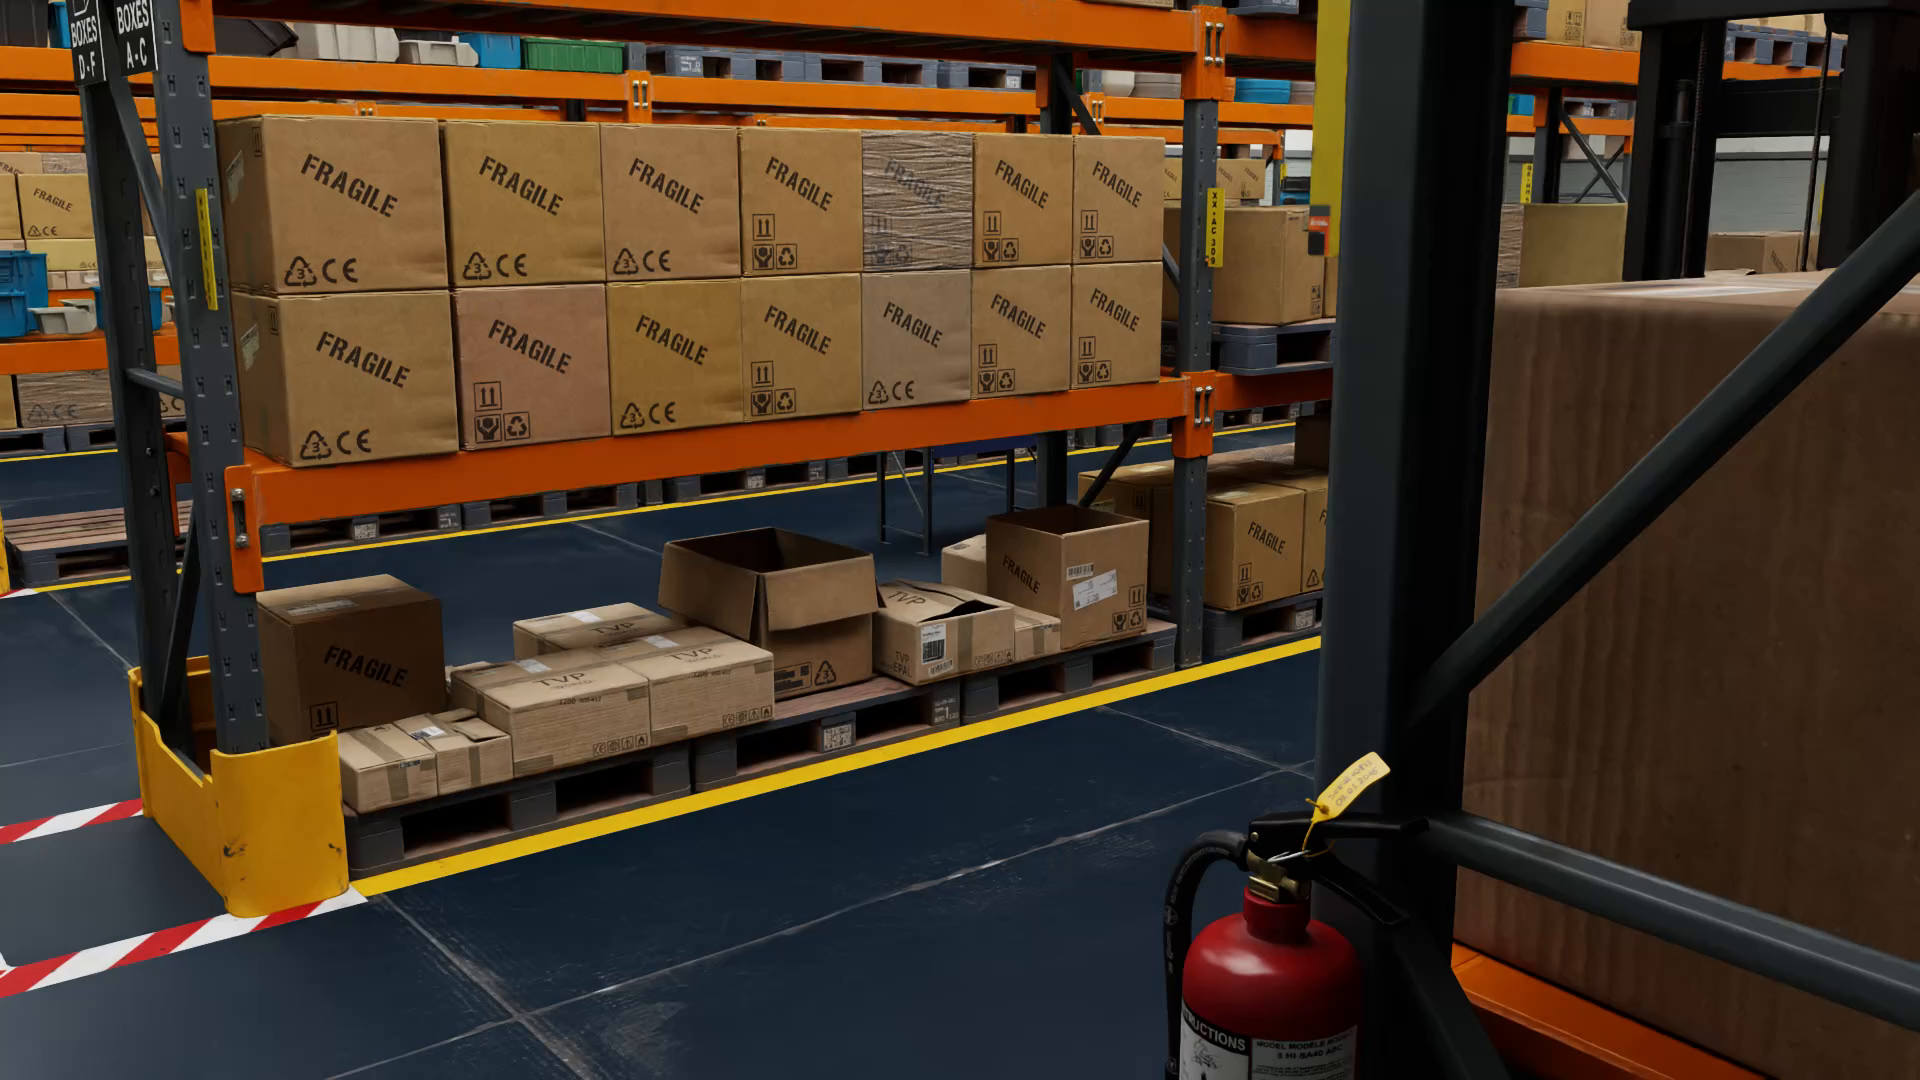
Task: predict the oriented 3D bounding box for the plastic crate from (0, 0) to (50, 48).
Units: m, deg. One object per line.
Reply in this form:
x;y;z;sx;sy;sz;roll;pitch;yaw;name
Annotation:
-5.015;-2.670;8.559;0.590;0.269;0.497;-9;15;-38;plastic crate

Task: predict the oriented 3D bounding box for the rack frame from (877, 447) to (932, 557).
-0.330;-0.679;9.699;0.032;1.500;0.500;-9;15;-38;rack frame

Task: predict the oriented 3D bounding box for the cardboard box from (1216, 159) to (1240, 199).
3.247;-4.648;21.415;0.500;0.500;0.500;-9;15;-38;cardboard box

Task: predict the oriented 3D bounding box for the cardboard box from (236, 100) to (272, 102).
-8.116;-5.155;18.694;0.500;0.500;0.700;-9;15;-38;cardboard box

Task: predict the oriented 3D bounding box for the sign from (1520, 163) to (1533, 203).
3.499;-2.152;10.239;0.005;0.325;0.100;-9;15;-38;sign

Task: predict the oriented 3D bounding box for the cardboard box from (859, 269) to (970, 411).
-0.307;-0.785;6.349;0.500;0.500;0.500;-9;15;-36;cardboard box

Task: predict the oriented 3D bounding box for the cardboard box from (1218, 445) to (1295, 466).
1.714;-0.208;8.829;0.500;0.500;0.500;-9;15;-37;cardboard box

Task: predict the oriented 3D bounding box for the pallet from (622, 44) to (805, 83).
-1.816;-3.273;11.540;1.003;0.211;1.213;-9;15;-38;pallet

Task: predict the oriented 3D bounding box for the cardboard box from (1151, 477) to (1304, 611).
1.255;0.007;7.816;0.500;0.500;0.500;-10;16;-40;cardboard box

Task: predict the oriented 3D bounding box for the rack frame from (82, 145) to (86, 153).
-11.652;-4.192;22.631;0.127;3.000;1.000;-9;15;-38;rack frame

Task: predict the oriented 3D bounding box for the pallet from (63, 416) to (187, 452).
-7.057;-0.975;14.197;1.213;0.211;1.003;-9;15;-38;pallet

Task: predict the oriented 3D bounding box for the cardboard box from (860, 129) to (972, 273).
-0.300;-1.275;6.249;0.500;0.500;0.500;-9;15;-37;cardboard box

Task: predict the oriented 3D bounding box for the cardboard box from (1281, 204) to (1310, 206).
2.066;-1.471;8.566;0.700;0.500;0.500;9;15;36;cardboard box

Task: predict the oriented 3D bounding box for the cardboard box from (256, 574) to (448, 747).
-2.128;0.439;5.783;0.500;0.500;0.500;-9;15;-38;cardboard box

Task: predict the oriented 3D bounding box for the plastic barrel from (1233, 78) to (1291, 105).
2.597;-4.261;14.528;0.708;0.901;0.600;-9;15;-38;plastic barrel

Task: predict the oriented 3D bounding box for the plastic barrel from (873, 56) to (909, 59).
-0.534;-3.785;12.155;0.433;0.535;0.433;0;12;0;plastic barrel

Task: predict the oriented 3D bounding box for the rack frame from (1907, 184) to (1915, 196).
6.972;-2.015;12.382;0.127;3.000;1.000;-9;15;-38;rack frame

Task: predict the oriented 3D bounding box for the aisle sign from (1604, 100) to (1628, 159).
7.245;-4.571;18.159;0.004;0.787;0.394;-9;15;-38;aisle sign

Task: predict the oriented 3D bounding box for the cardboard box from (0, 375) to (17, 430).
-8.135;-1.327;13.247;0.875;0.875;0.875;-9;15;-38;cardboard box

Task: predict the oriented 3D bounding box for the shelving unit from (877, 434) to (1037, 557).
0.067;-0.745;10.010;1.048;1.500;0.538;-9;15;-38;shelving unit

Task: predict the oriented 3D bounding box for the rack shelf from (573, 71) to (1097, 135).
-0.805;-3.156;12.264;4.000;0.370;1.077;-9;15;-38;rack shelf

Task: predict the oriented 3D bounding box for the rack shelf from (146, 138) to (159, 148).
-10.090;-5.566;23.617;4.000;0.370;1.077;-9;15;-38;rack shelf

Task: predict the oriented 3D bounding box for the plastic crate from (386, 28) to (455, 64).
-3.508;-3.068;10.431;0.590;0.269;0.497;-9;15;-38;plastic crate

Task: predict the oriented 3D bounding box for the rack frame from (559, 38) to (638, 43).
-2.367;-4.715;10.655;0.127;3.000;1.000;-9;15;-38;rack frame

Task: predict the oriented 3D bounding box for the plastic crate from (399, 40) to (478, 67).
-3.122;-2.892;9.927;0.466;0.136;0.293;-9;15;-38;plastic crate

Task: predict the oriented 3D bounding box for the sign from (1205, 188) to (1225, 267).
1.070;-1.313;6.993;0.005;0.325;0.100;-9;15;-38;sign

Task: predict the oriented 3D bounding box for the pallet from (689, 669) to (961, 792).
-0.765;0.635;6.614;1.213;0.211;1.003;-9;15;-38;pallet

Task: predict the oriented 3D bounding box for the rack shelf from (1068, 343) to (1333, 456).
2.286;-0.885;8.790;4.000;0.370;1.077;-9;15;-38;rack shelf

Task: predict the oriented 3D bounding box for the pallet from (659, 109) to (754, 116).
-2.807;-4.386;16.780;1.003;0.211;1.213;-9;15;-35;pallet

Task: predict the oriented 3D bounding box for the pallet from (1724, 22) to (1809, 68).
4.322;-2.973;10.128;1.003;0.211;1.213;-9;15;-35;pallet

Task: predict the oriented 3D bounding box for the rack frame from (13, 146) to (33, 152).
-14.756;-4.996;26.420;0.127;3.000;1.000;-9;15;-38;rack frame

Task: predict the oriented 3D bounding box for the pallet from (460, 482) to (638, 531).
-2.917;-0.315;11.089;1.213;0.211;1.003;-9;15;-38;pallet

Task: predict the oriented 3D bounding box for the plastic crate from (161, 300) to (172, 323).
-4.731;-1.333;9.658;0.243;0.136;0.396;-9;15;-38;plastic crate

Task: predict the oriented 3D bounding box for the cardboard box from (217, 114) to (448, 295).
-1.888;-1.011;5.004;0.500;0.500;0.500;-9;15;-36;cardboard box

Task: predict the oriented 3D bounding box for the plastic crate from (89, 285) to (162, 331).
-4.578;-1.273;9.147;0.300;0.233;0.416;-9;15;-38;plastic crate

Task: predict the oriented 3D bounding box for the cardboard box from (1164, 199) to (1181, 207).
2.332;-4.064;21.072;0.500;0.500;0.875;-9;15;-38;cardboard box

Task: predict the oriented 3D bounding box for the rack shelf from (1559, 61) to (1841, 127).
5.410;-2.871;10.922;4.000;0.370;1.077;-9;15;-38;rack shelf

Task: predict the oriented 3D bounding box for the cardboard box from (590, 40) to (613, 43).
-3.388;-4.608;16.118;0.500;0.500;0.500;-8;15;-35;cardboard box

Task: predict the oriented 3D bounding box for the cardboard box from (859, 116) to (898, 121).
-1.015;-4.652;17.938;0.500;0.250;0.500;-9;15;-36;cardboard box

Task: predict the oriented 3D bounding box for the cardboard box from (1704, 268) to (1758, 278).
4.667;-1.537;10.345;0.500;0.311;0.500;-10;15;-38;cardboard box

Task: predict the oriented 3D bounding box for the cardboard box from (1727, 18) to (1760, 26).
4.565;-3.234;10.252;0.500;0.250;0.500;-9;15;-36;cardboard box

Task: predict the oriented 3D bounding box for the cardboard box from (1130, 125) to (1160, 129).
2.102;-5.165;20.357;0.500;0.250;0.500;-10;16;-40;cardboard box

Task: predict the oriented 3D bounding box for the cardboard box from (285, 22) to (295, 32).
-6.035;-4.243;14.162;0.500;0.500;0.700;-11;16;-41;cardboard box

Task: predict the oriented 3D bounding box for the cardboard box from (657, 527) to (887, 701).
-0.739;0.274;6.554;0.637;0.503;0.797;-9;15;-38;cardboard box

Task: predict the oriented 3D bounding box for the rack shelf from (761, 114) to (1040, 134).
-0.776;-4.478;18.491;4.000;0.370;1.077;-9;15;-38;rack shelf

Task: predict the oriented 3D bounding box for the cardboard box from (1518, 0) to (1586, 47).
2.724;-2.816;8.693;0.500;0.500;0.910;-9;15;-38;cardboard box

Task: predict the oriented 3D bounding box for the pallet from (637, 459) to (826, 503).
-1.738;-0.510;12.008;1.213;0.211;1.003;-9;15;-38;pallet

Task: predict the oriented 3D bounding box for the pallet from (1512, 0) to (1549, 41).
2.086;-2.561;8.182;1.003;0.211;1.213;-9;15;-38;pallet

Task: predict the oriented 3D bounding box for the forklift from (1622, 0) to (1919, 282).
3.293;-0.709;6.398;3.031;2.935;1.130;-9;15;-36;forklift

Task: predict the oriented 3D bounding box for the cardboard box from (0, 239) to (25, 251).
-7.639;-2.224;13.012;0.500;0.250;0.500;-10;15;-38;cardboard box

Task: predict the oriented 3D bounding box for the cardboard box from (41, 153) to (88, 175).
-9.488;-3.848;17.651;0.500;0.500;0.500;-9;15;-36;cardboard box

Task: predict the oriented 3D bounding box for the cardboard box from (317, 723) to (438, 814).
-1.857;0.723;5.292;0.250;0.149;0.380;-9;15;-38;cardboard box

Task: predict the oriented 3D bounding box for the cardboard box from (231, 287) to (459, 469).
-1.888;-0.522;5.108;0.500;0.500;0.500;-9;15;-36;cardboard box

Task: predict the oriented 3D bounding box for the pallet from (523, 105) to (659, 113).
-3.679;-4.240;16.095;1.213;0.211;1.003;-9;15;-35;pallet
